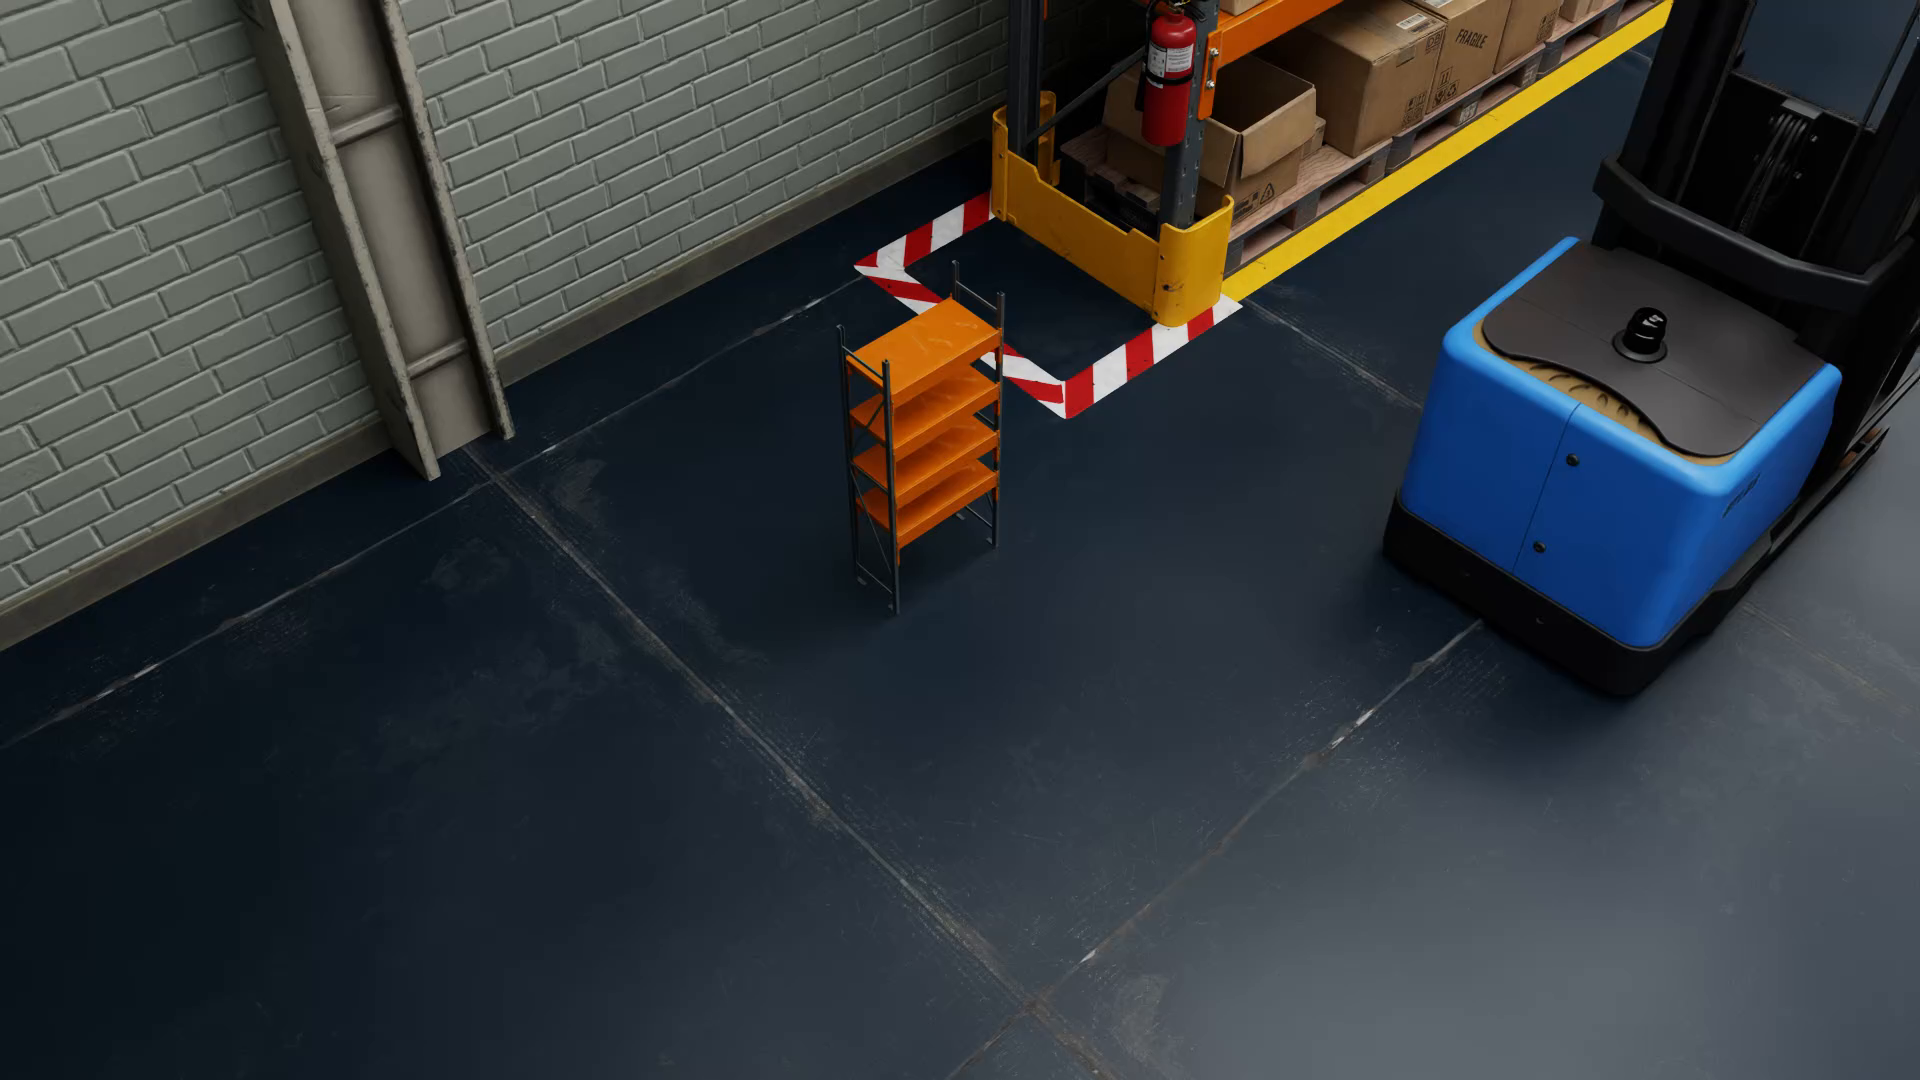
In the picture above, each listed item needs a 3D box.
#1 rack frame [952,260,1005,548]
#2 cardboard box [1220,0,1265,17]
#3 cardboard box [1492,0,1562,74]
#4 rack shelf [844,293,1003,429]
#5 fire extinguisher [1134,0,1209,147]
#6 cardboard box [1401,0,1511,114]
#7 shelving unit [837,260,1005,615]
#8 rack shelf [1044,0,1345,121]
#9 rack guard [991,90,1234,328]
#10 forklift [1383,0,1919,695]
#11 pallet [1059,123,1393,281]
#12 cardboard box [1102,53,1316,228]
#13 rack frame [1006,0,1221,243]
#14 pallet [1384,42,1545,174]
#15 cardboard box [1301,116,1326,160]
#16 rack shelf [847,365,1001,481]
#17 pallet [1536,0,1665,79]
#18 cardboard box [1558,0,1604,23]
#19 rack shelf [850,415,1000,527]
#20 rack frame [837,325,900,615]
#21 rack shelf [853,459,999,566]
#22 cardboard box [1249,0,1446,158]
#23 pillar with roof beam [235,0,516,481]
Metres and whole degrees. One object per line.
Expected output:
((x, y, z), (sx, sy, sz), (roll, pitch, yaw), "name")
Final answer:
((0.058, -0.446, 5.845), (0.015, 1.200, 0.240), (-34, 56, -27), "rack frame")
((1.008, -2.196, 6.406), (0.250, 0.149, 0.380), (-34, 56, -27), "cardboard box")
((2.523, -2.728, 8.141), (0.500, 0.500, 0.700), (-36, 57, -28), "cardboard box")
((-0.122, -0.591, 5.445), (0.480, 0.148, 0.258), (-34, 56, -27), "rack shelf")
((0.783, -1.791, 6.168), (0.183, 0.674, 0.296), (-34, 56, -27), "fire extinguisher")
((2.214, -2.422, 7.859), (0.500, 0.500, 0.500), (-33, 55, -27), "cardboard box")
((-0.122, -0.325, 5.734), (0.503, 1.200, 0.258), (-34, 56, -27), "shelving unit")
((2.060, -3.013, 7.478), (4.000, 0.370, 1.077), (-34, 56, -27), "rack shelf")
((0.637, -1.458, 7.255), (0.348, 0.500, 1.175), (-34, 56, -27), "rack guard")
((2.969, -1.438, 5.583), (3.031, 2.935, 1.130), (-36, 57, -28), "forklift")
((1.226, -1.754, 7.725), (1.213, 0.211, 1.003), (-34, 56, -27), "pallet")
((1.097, -1.815, 7.296), (0.637, 0.503, 0.797), (-36, 57, -28), "cardboard box")
((0.580, -2.268, 6.301), (0.127, 3.000, 1.000), (-34, 56, -27), "rack frame")
((2.128, -2.354, 8.279), (1.213, 0.211, 1.003), (-34, 56, -27), "pallet")
((1.437, -1.883, 7.601), (0.250, 0.149, 0.380), (-36, 57, -28), "cardboard box")
((-0.122, -0.431, 5.619), (0.480, 0.148, 0.258), (-34, 56, -27), "rack shelf")
((3.031, -2.961, 8.838), (1.213, 0.211, 1.003), (-34, 56, -27), "pallet")
((3.061, -2.849, 8.412), (0.258, 0.266, 0.396), (-32, 55, -26), "cardboard box")
((-0.122, -0.279, 5.783), (0.480, 0.148, 0.258), (-34, 56, -27), "rack shelf")
((-0.303, -0.204, 5.622), (0.015, 1.200, 0.240), (-34, 56, -27), "rack frame")
((-0.122, -0.145, 5.929), (0.480, 0.148, 0.258), (-34, 56, -27), "rack shelf")
((1.755, -2.215, 7.668), (0.500, 0.500, 0.700), (-32, 55, -26), "cardboard box")
((0.875, -1.118, 1.159), (0.400, 9.000, 9.100), (-34, 56, -27), "pillar with roof beam")
